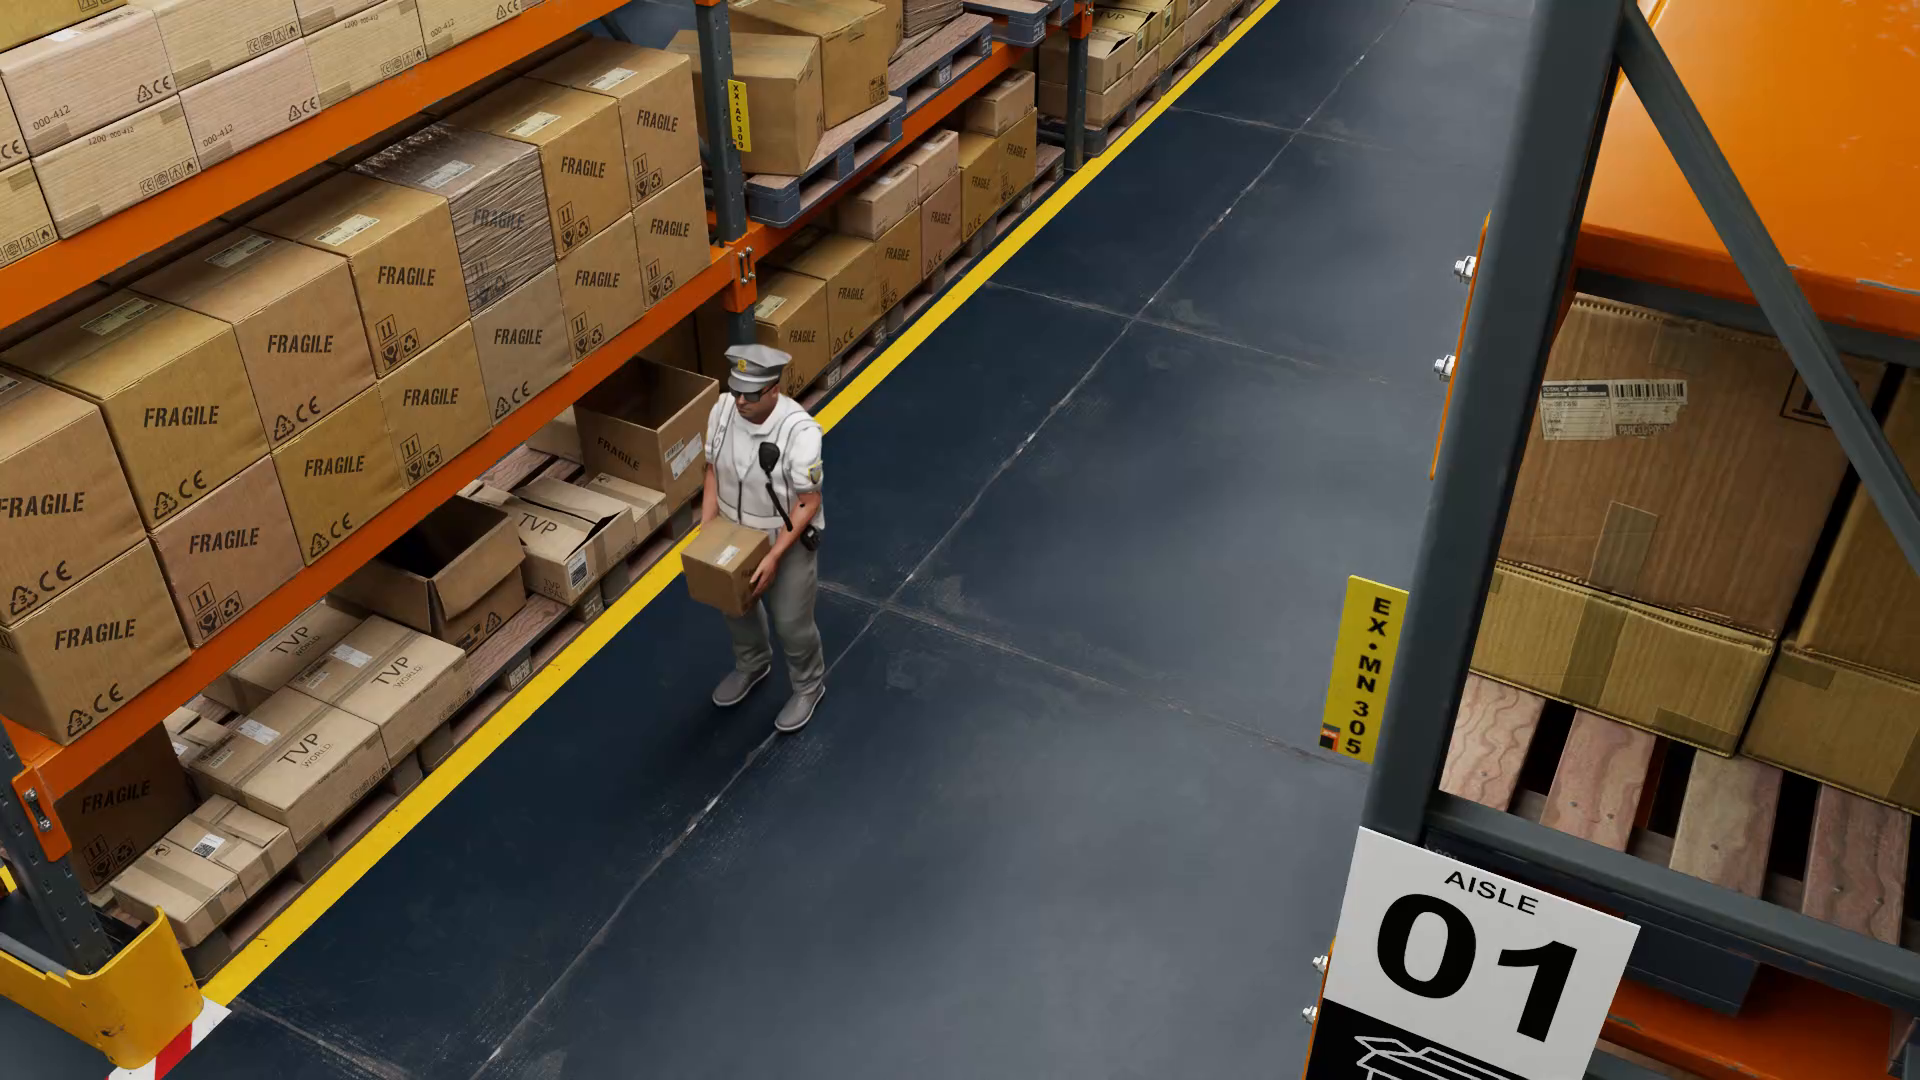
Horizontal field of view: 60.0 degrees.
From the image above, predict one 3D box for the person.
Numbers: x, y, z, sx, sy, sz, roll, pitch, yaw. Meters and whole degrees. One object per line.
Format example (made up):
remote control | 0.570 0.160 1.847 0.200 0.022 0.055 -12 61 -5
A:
person | -0.804 0.002 6.720 0.530 1.772 0.513 19 42 23
